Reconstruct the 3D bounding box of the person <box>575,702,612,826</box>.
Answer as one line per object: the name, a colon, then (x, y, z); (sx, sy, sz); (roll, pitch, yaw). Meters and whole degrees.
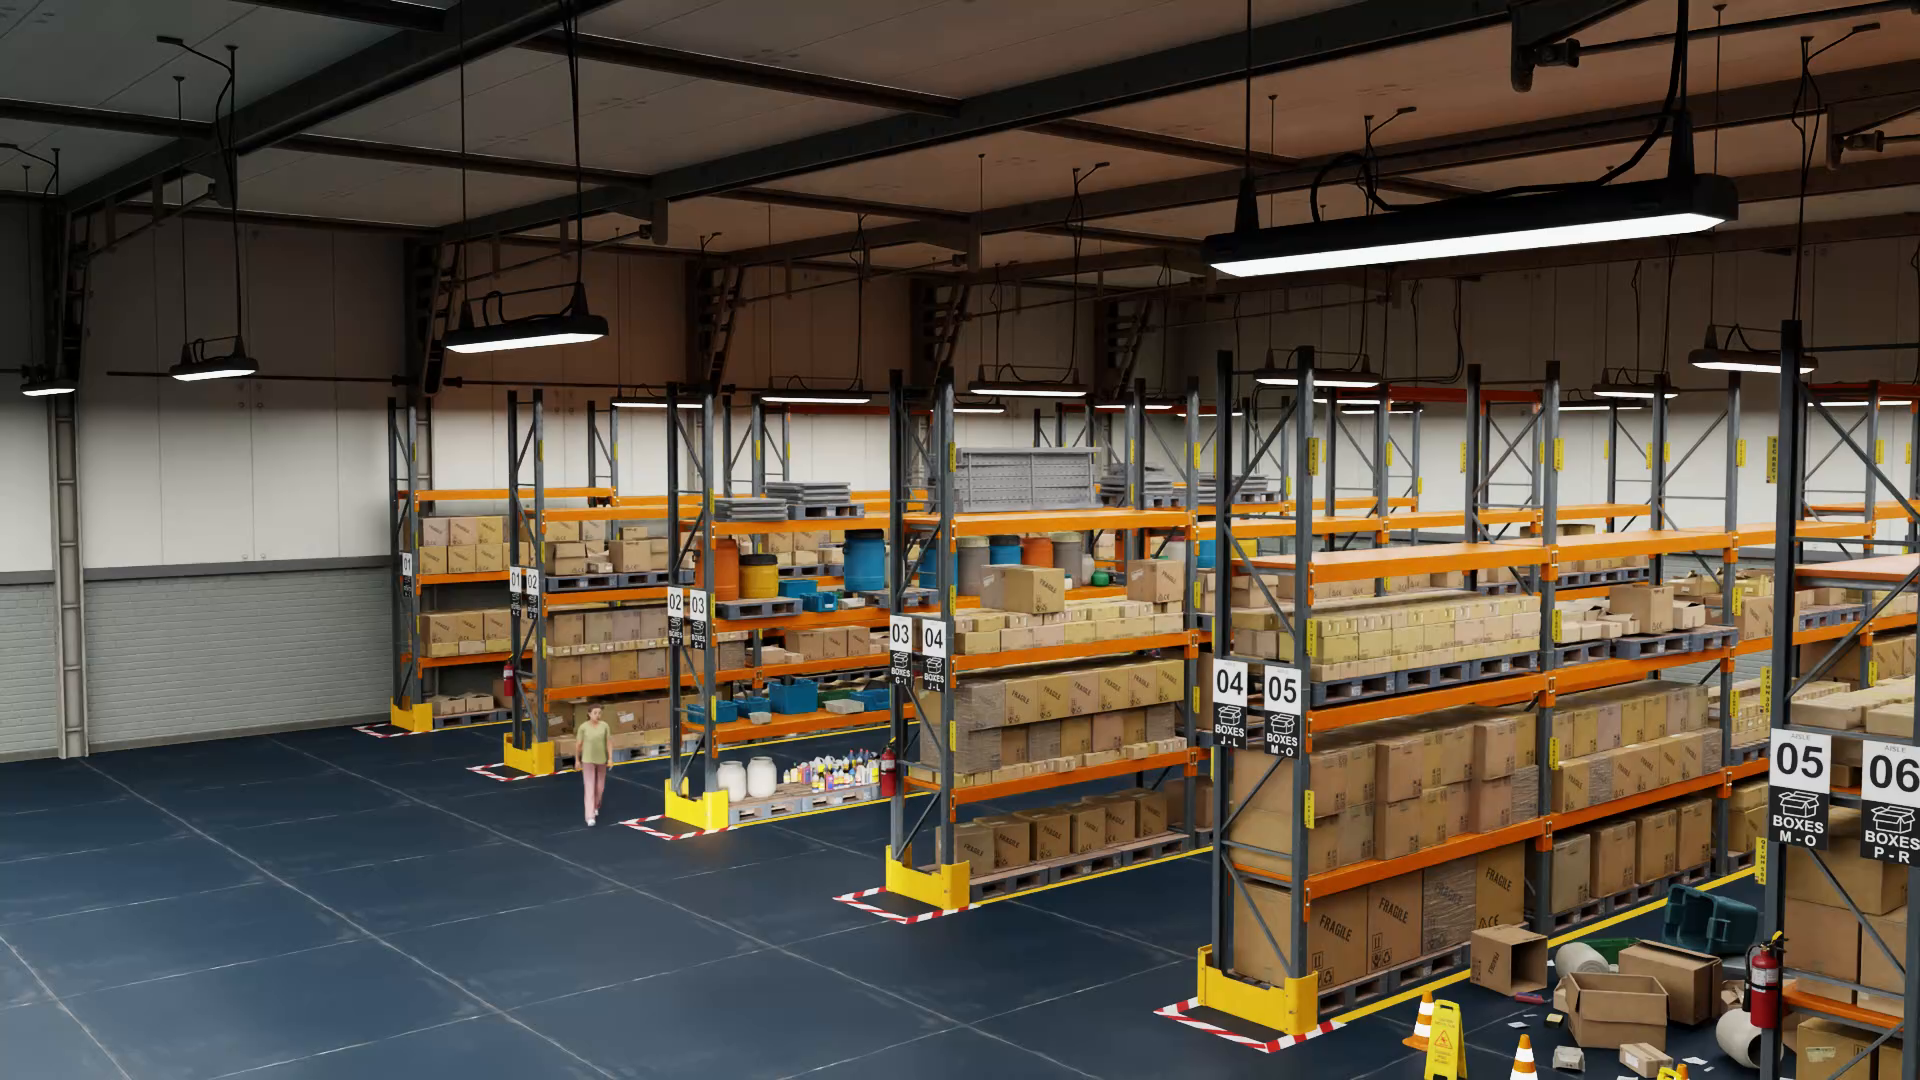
person: (-4.985, 3.036, 22.652); (0.490, 1.620, 0.945); (-2, 4, -33)
